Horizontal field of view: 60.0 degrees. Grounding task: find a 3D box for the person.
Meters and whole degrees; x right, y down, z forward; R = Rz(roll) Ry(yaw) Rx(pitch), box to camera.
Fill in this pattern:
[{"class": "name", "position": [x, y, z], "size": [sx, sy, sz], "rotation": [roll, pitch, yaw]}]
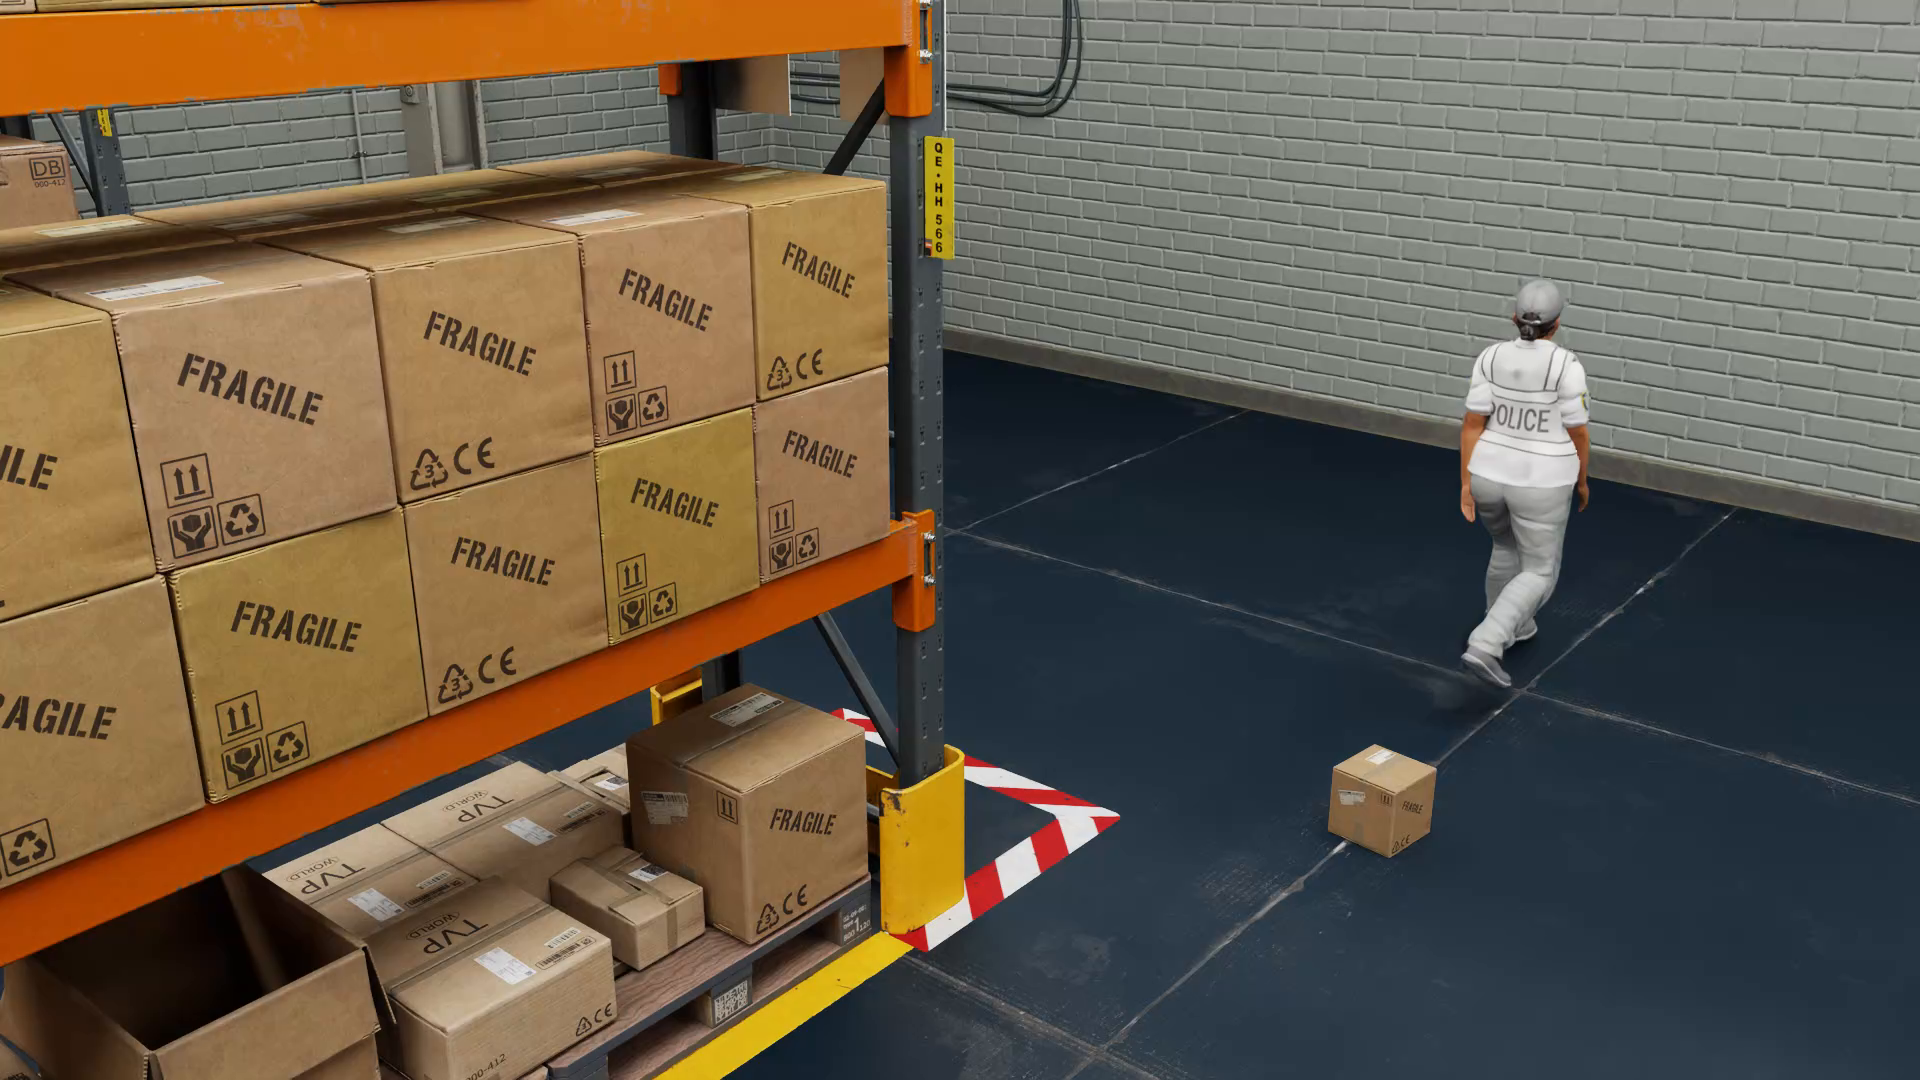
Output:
[{"class": "person", "position": [2.236, -0.235, 6.677], "size": [0.914, 1.620, 0.471], "rotation": [-18, 27, -40]}]
